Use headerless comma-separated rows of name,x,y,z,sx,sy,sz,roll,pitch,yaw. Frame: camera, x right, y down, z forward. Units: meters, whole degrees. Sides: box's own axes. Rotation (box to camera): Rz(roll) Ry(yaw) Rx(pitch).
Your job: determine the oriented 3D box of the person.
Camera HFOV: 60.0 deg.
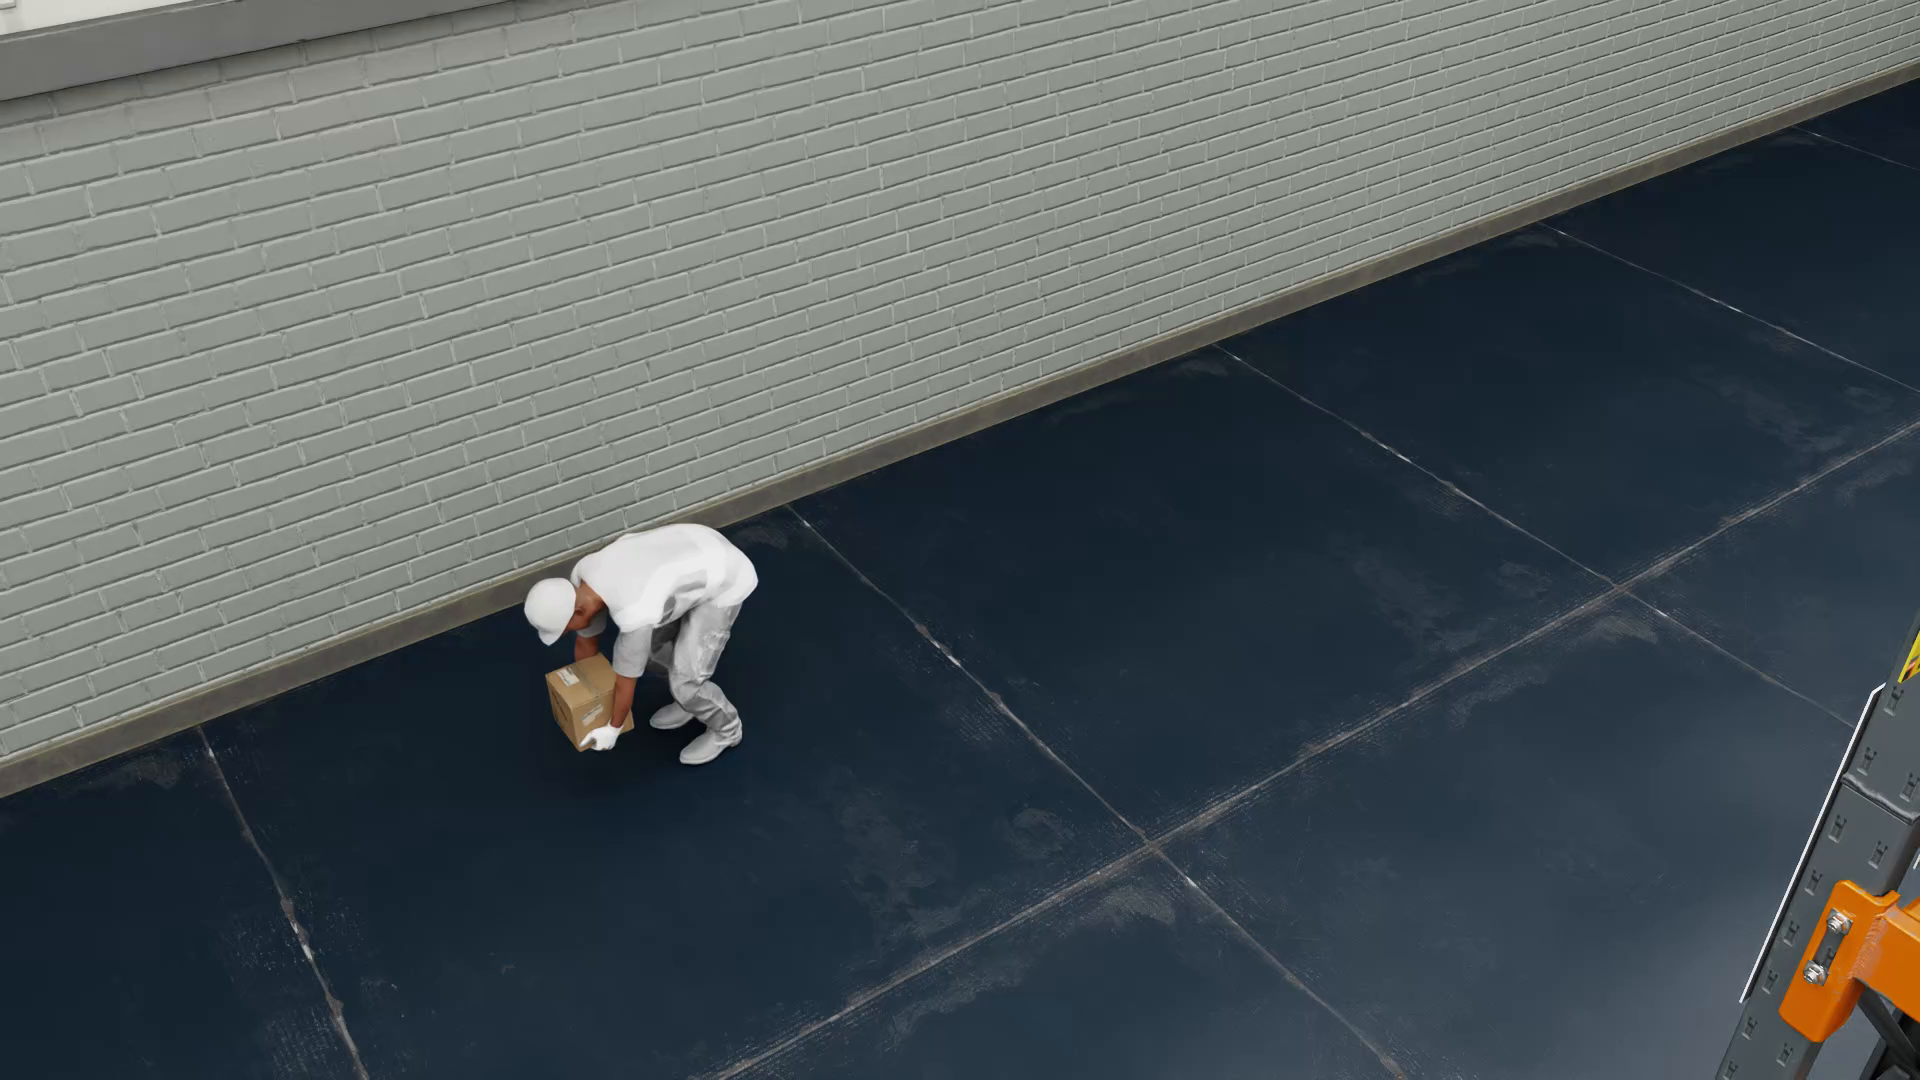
person,-1.291,0.471,6.914,0.976,1.104,0.534,-25,43,-30
